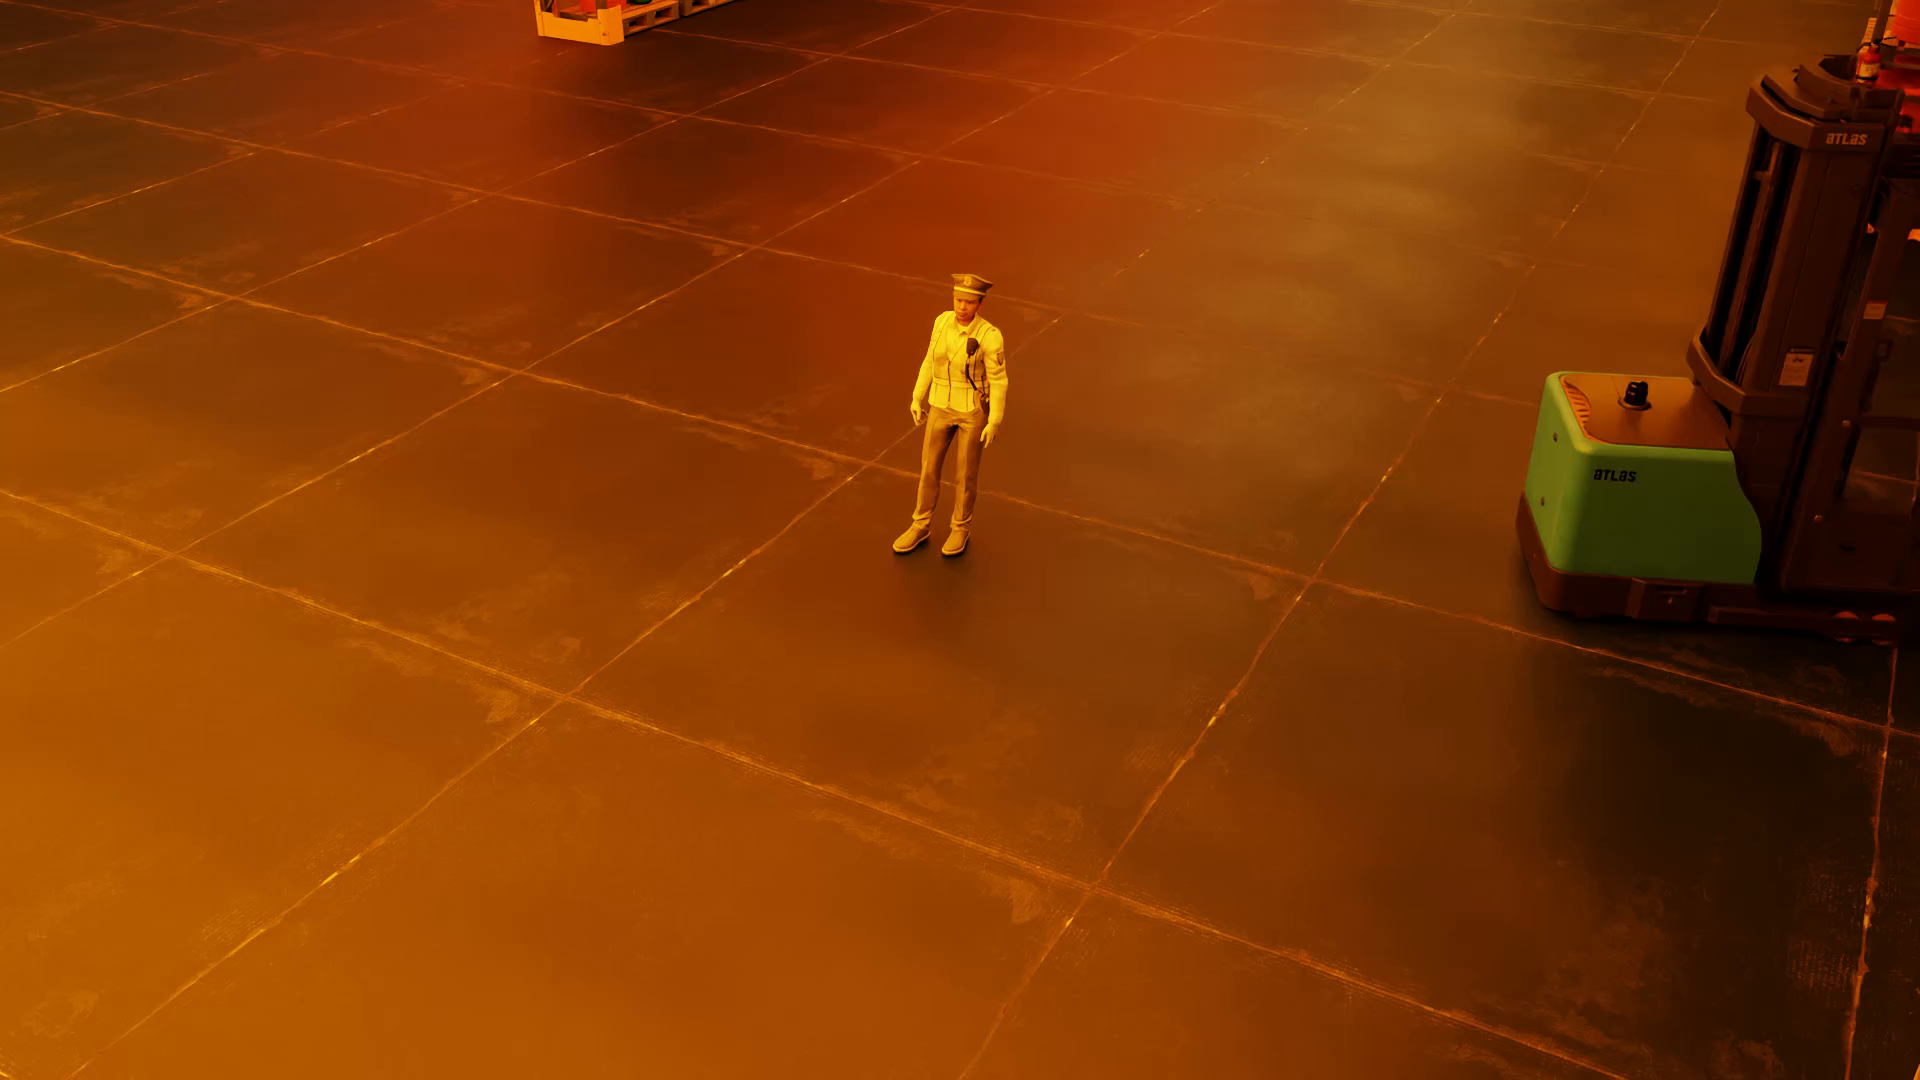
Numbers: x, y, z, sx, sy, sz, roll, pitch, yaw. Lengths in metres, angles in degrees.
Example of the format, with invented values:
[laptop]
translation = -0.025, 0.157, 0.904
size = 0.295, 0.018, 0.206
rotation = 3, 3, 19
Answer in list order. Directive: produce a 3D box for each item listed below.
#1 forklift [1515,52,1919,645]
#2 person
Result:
[forklift]
translation = 4.788, -0.983, 8.774
size = 3.031, 2.935, 1.130
rotation = 4, 30, 6
[person]
translation = -0.039, -0.712, 9.526
size = 0.587, 1.695, 0.531
rotation = 15, 33, 25
